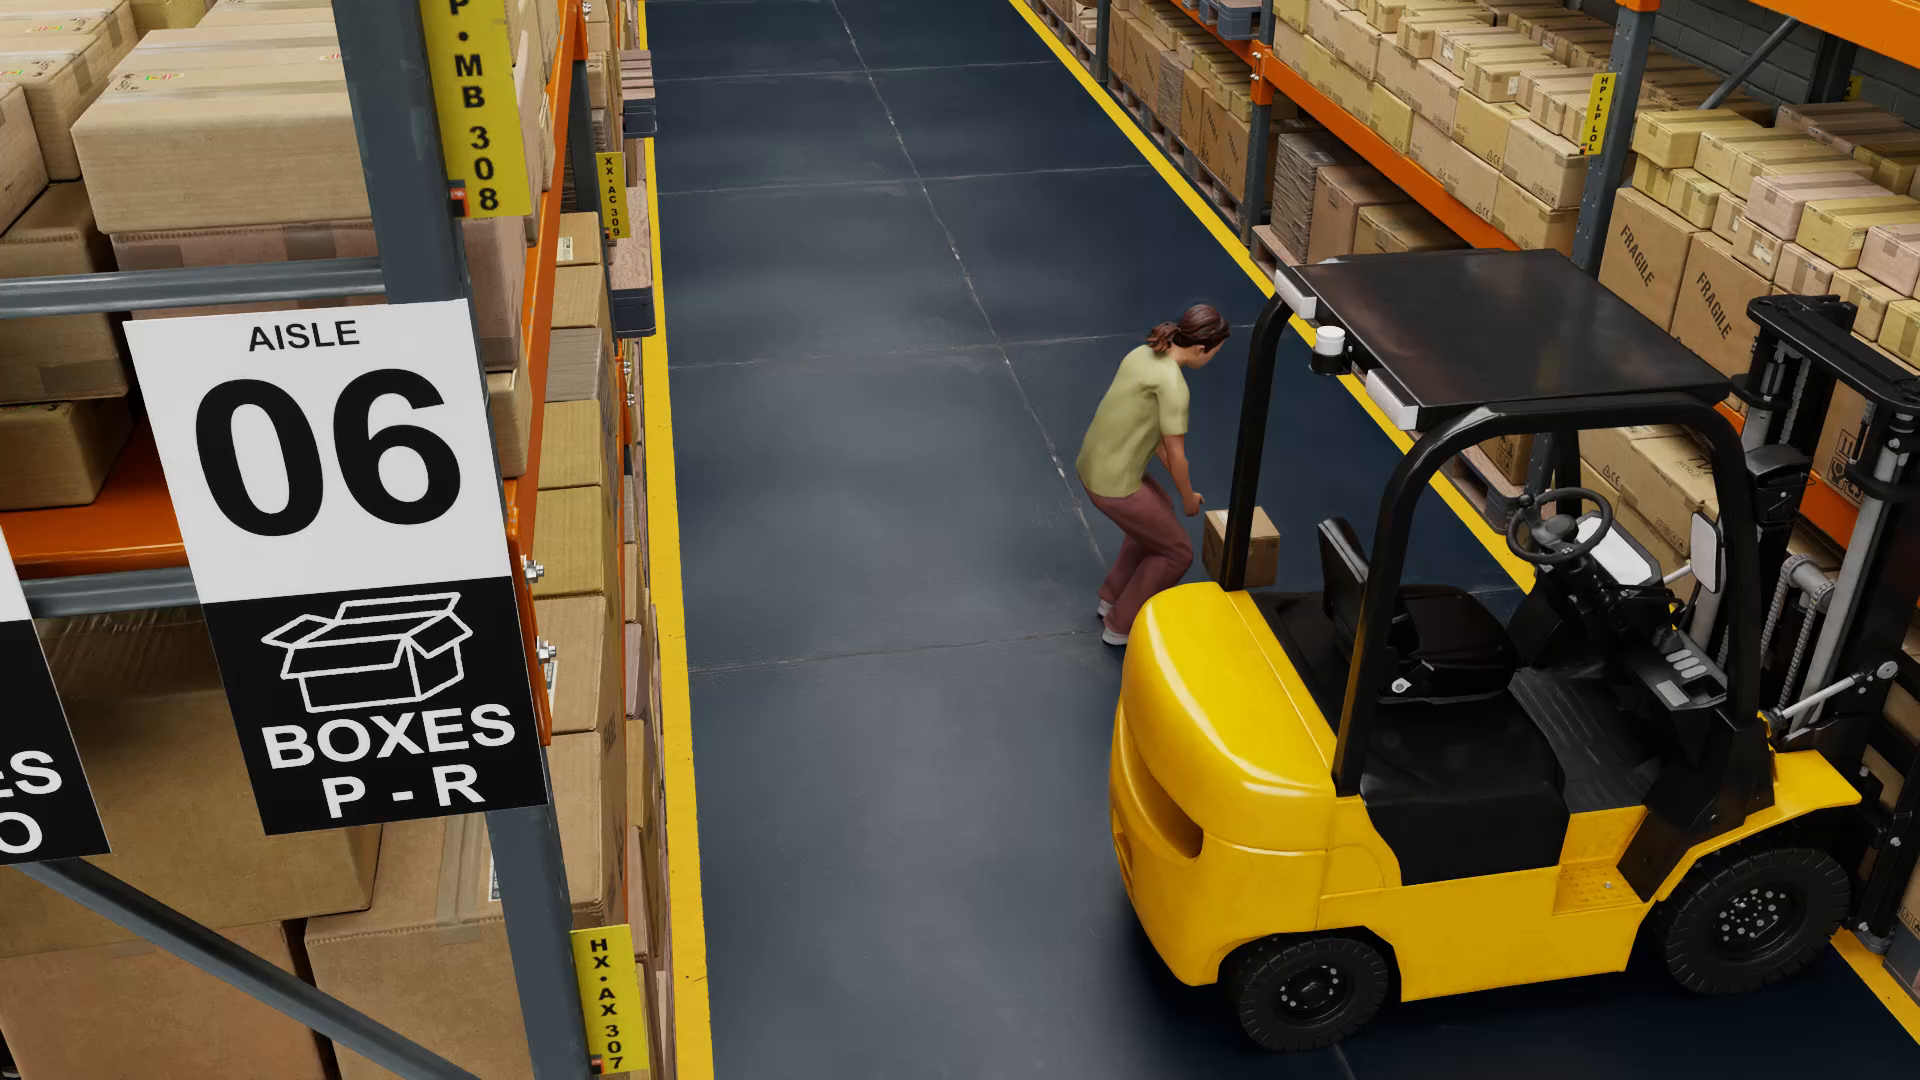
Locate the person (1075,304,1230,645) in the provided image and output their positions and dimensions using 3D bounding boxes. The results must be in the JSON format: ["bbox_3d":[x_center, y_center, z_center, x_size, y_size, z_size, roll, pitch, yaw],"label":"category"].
[{"bbox_3d":[0.768,-0.274,6.826,0.595,1.444,0.507,-5,31,-8],"label":"person"}]
